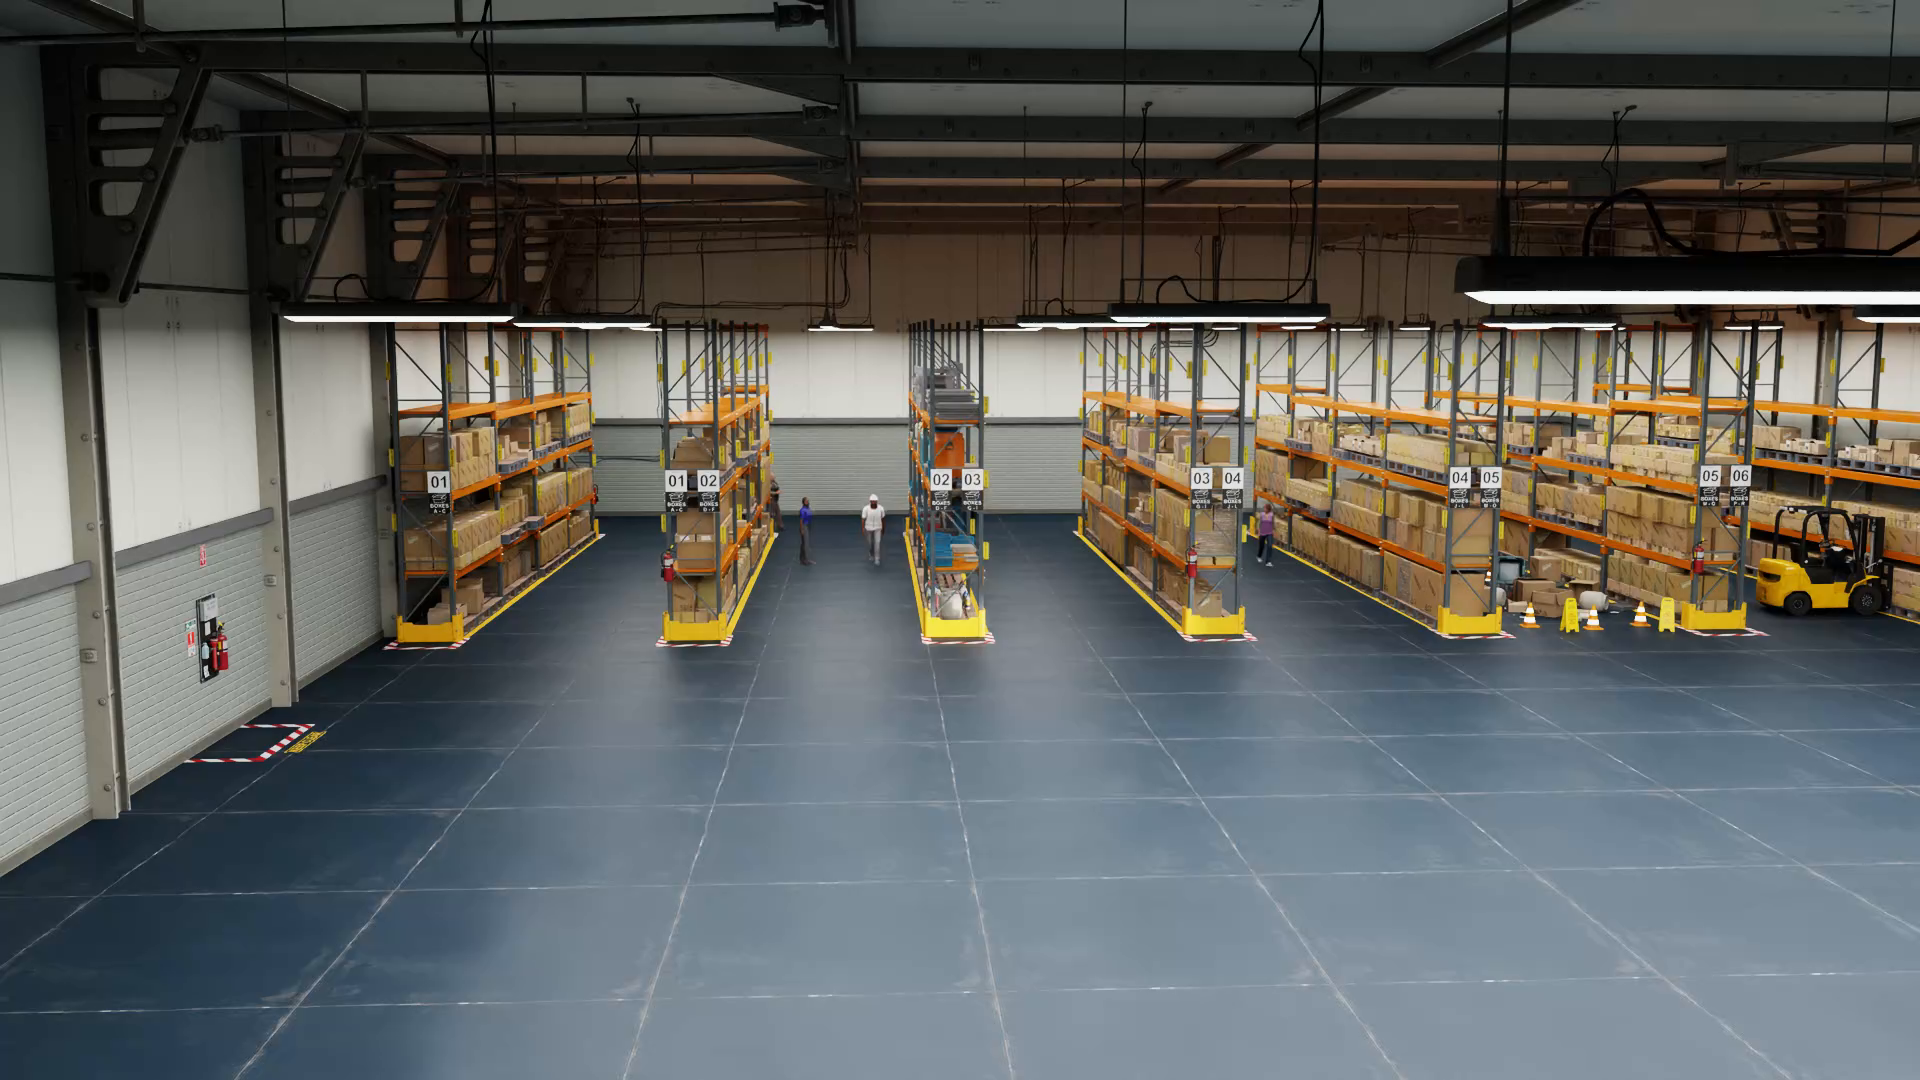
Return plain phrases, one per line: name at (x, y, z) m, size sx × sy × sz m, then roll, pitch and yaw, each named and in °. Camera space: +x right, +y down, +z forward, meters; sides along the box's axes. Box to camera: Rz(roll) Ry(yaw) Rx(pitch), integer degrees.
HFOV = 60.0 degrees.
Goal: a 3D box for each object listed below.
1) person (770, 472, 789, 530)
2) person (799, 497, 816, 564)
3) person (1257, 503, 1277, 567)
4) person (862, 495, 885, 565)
person at (-5.425, -1.121, 48.408) m, size 0.865 × 1.708 × 0.705 m, roll -1°, pitch 7°, yaw -7°
person at (-3.816, -0.248, 41.798) m, size 0.506 × 1.680 × 0.492 m, roll 2°, pitch 7°, yaw 13°
person at (7.604, -0.147, 41.241) m, size 0.491 × 1.557 × 0.823 m, roll -1°, pitch 7°, yaw -4°
person at (-2.165, -0.285, 41.573) m, size 0.591 × 1.705 × 1.038 m, roll 0°, pitch 7°, yaw -2°
